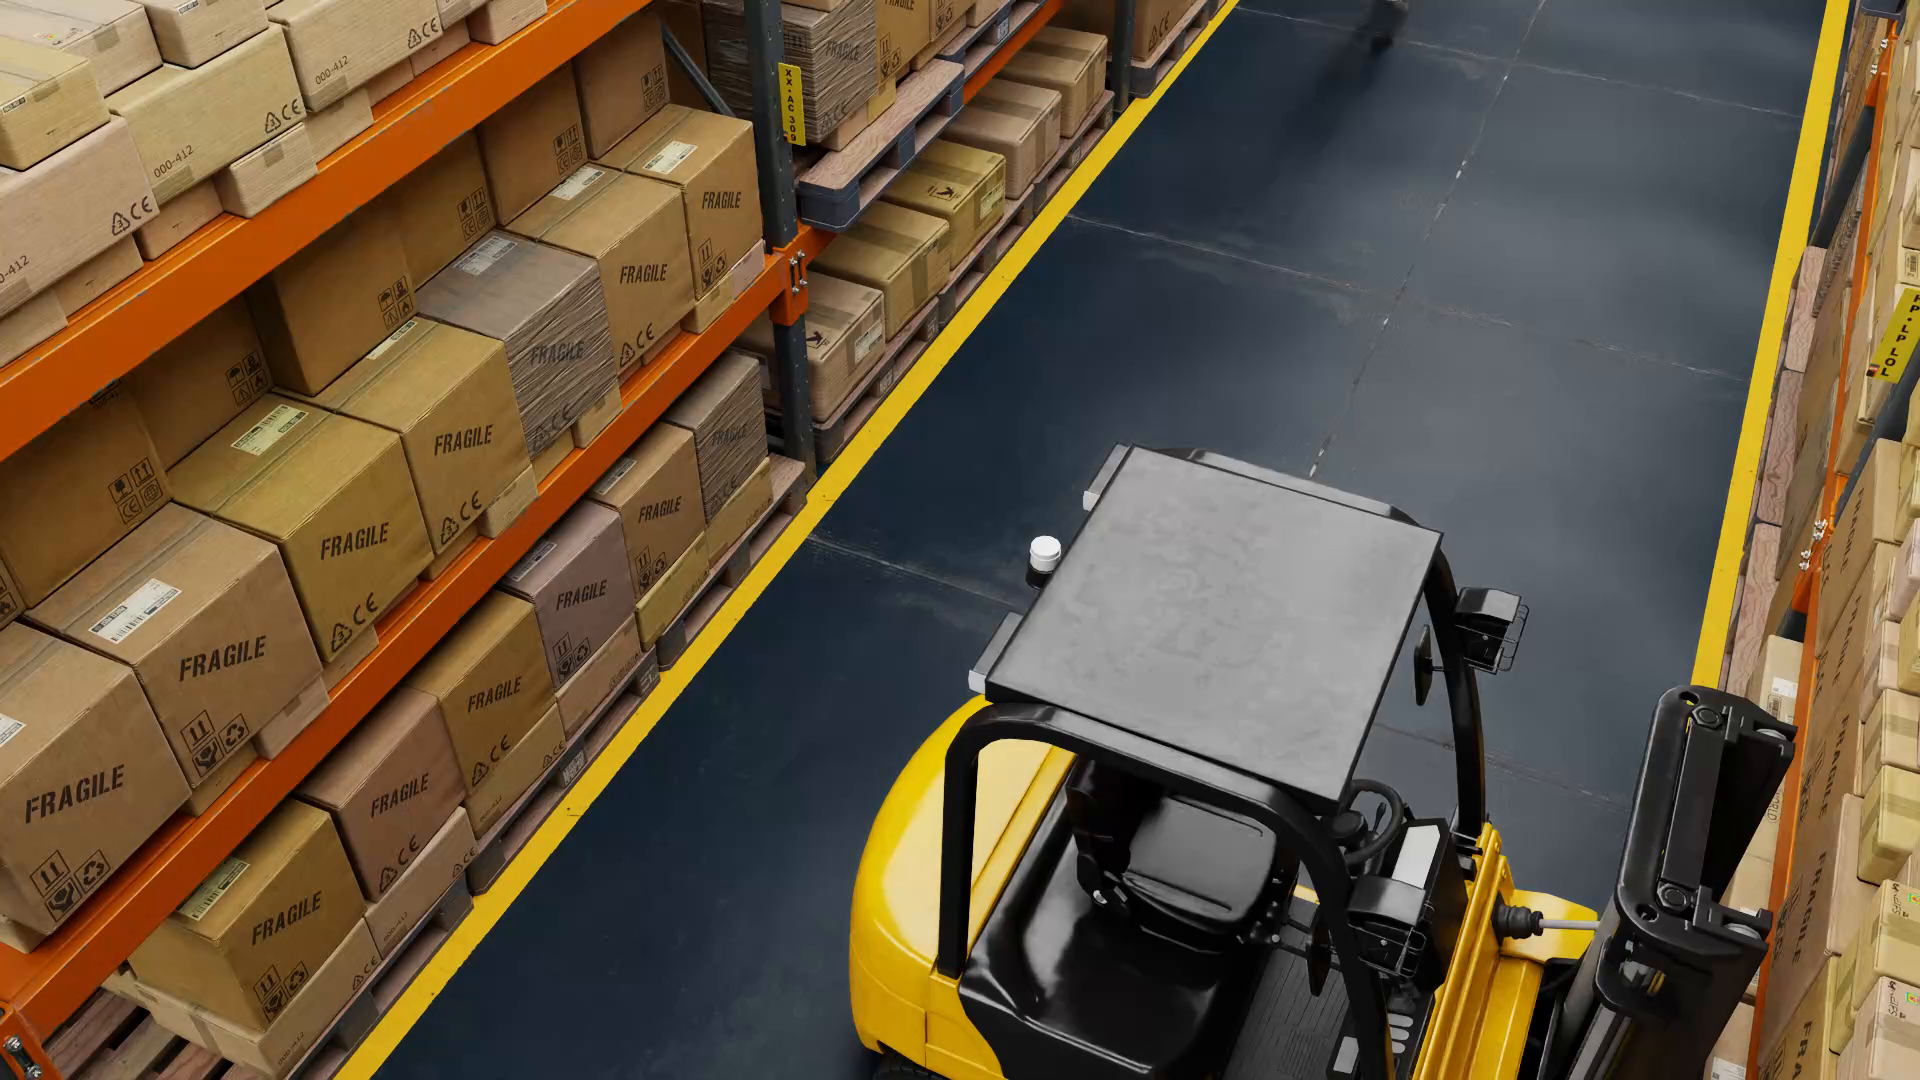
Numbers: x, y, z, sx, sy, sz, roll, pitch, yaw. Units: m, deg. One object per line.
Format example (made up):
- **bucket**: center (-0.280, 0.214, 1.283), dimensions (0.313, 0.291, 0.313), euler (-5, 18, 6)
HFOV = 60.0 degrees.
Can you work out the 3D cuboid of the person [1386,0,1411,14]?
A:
- **person**: center (2.975, -4.246, 10.795), dimensions (0.458, 1.668, 0.698), euler (20, 46, 20)
